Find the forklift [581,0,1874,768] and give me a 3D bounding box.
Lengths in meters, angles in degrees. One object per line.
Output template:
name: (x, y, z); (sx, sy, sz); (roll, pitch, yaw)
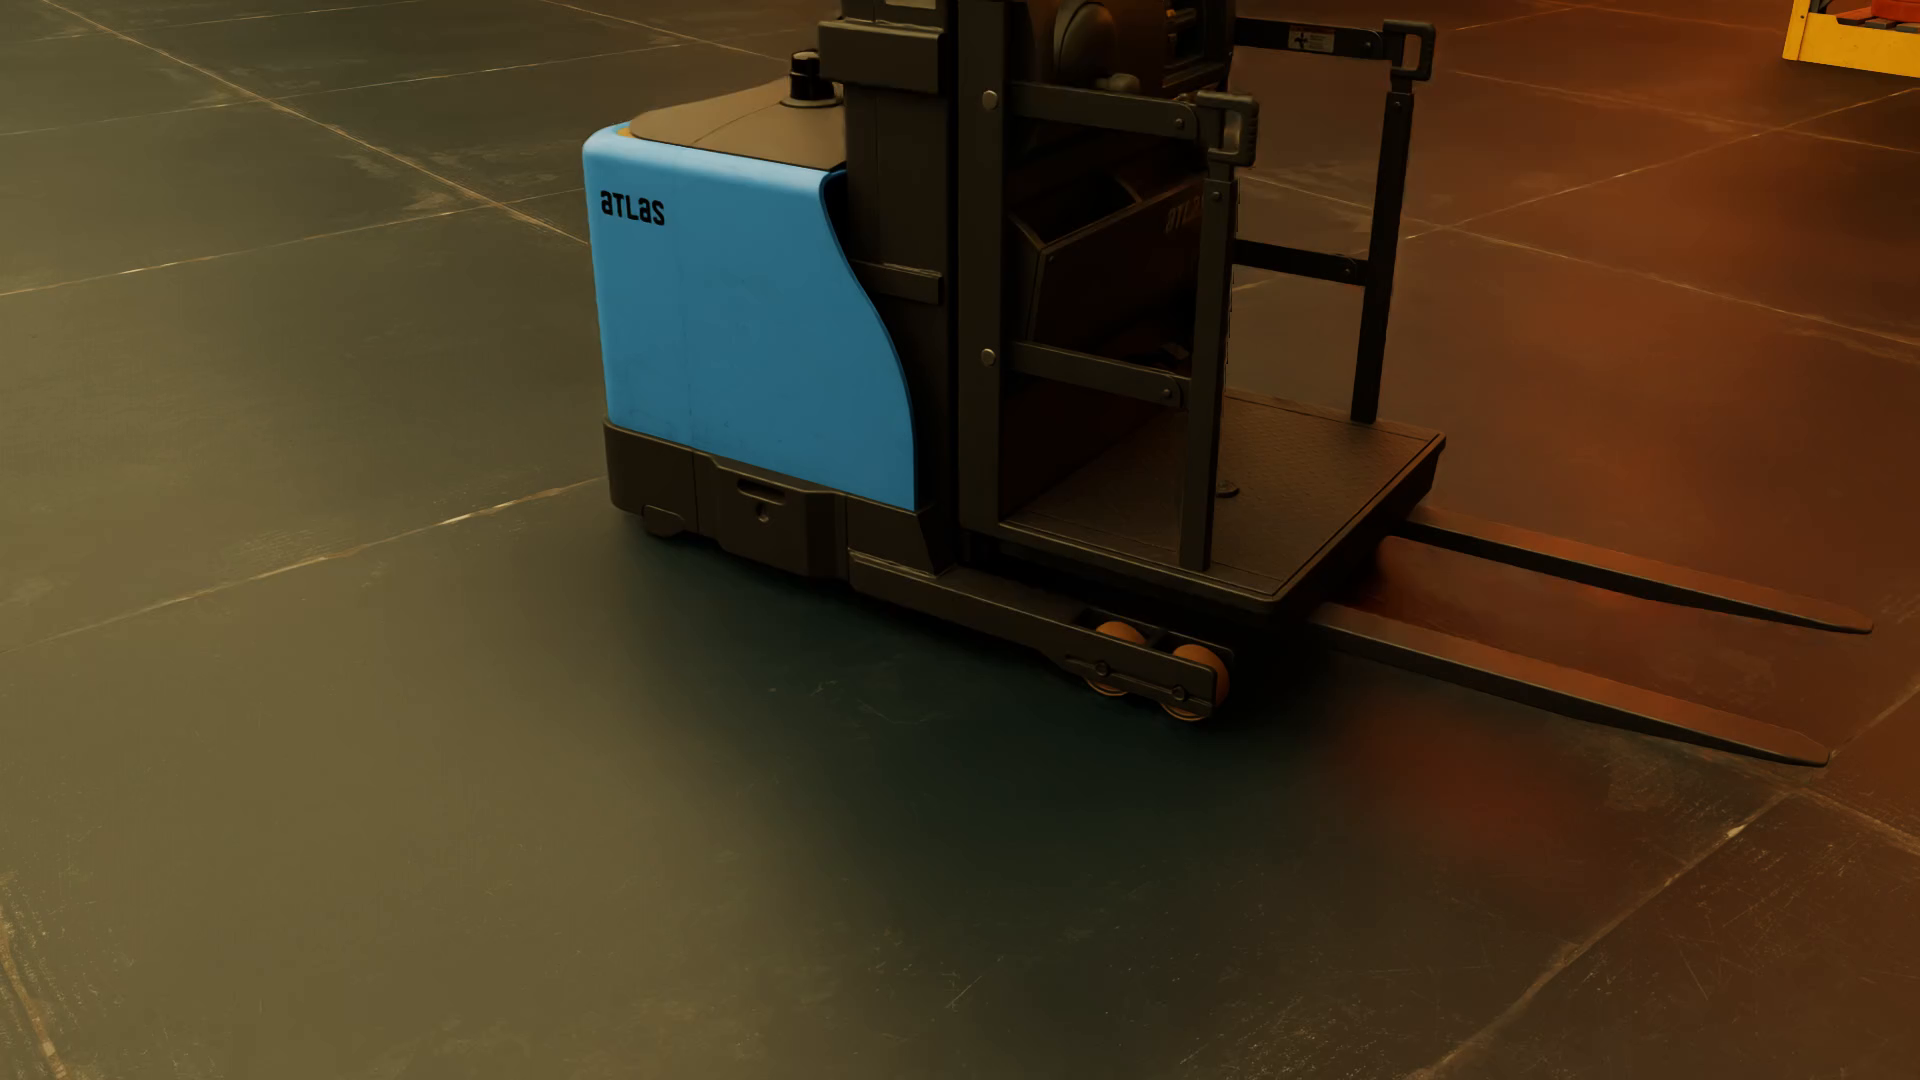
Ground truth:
forklift: (0.552, -1.180, 3.582); (3.031, 2.935, 1.130); (16, 31, 29)
